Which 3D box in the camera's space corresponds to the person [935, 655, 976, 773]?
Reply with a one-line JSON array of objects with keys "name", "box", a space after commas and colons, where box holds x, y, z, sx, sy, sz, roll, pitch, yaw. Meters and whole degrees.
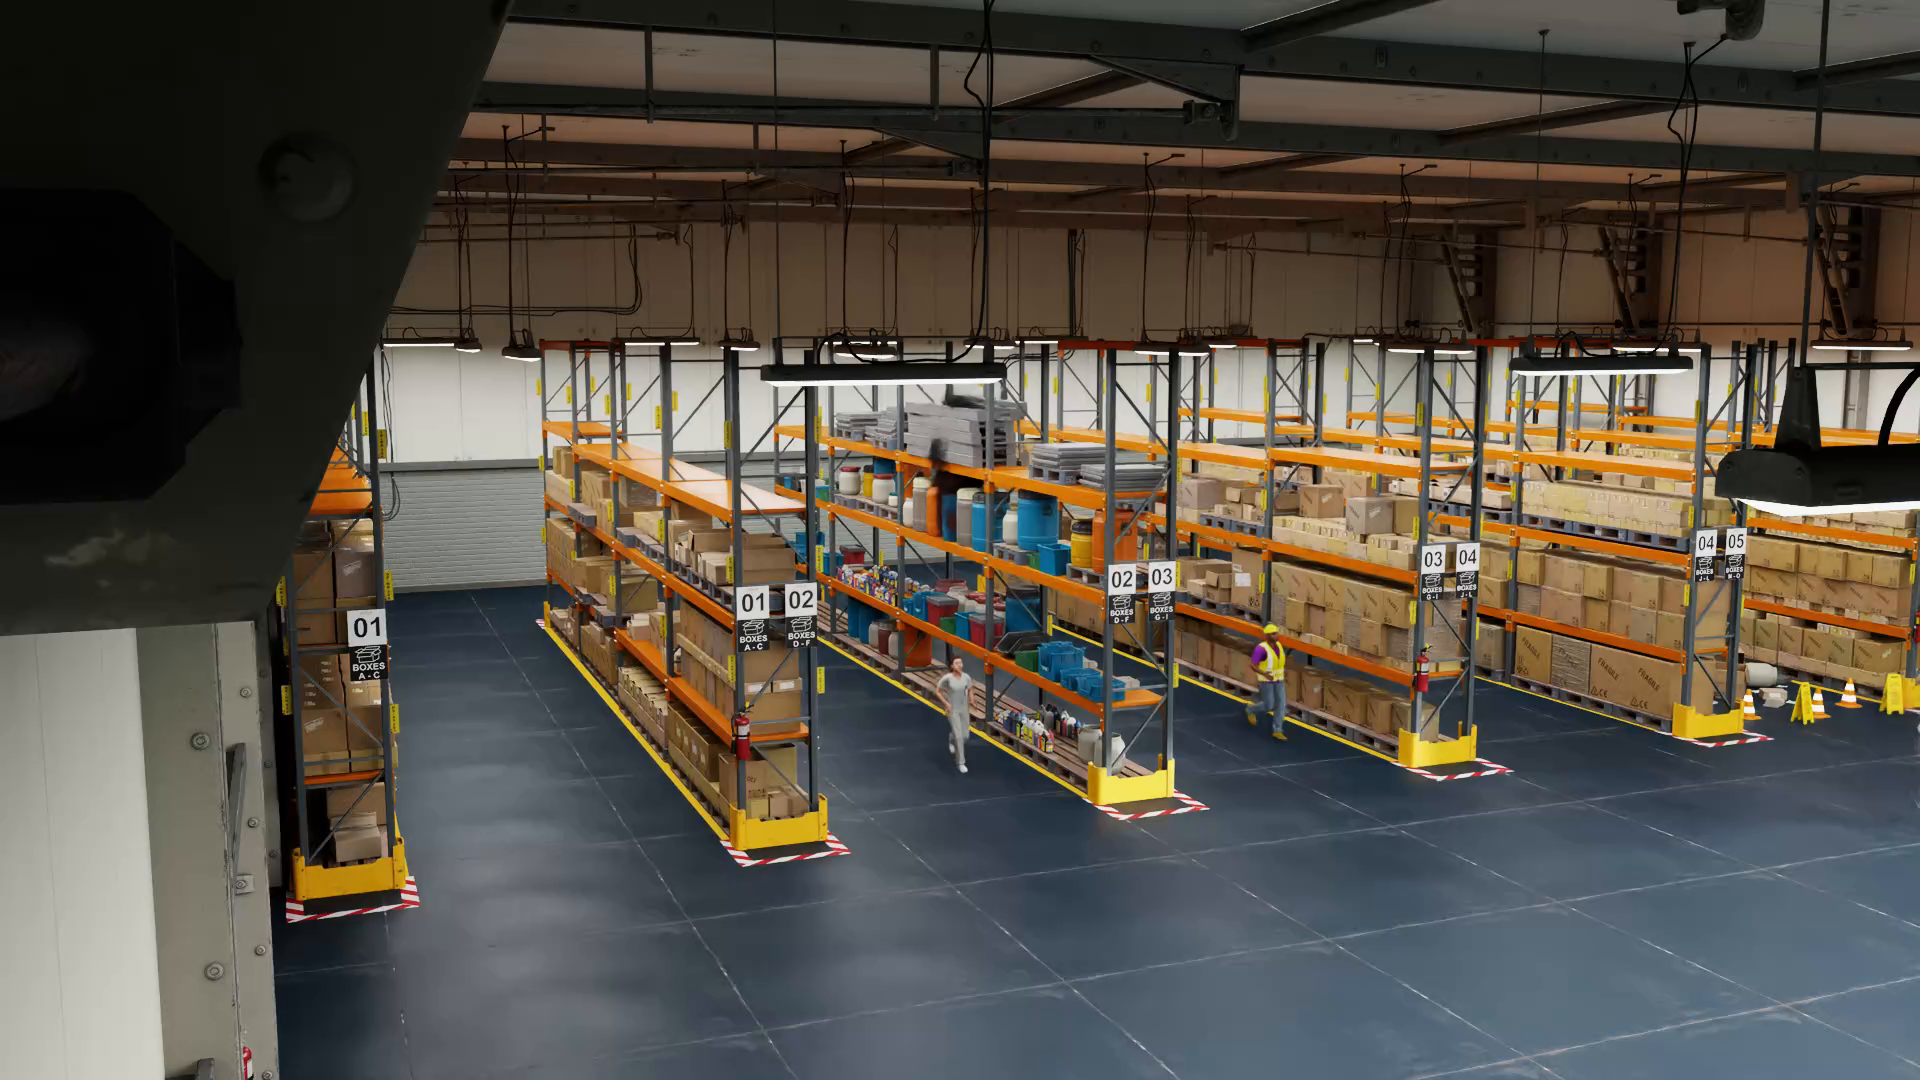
[{"name": "person", "box": [-0.066, 2.450, 23.766, 0.565, 1.646, 0.721, -3, 8, -22]}]

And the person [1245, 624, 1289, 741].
[{"name": "person", "box": [4.758, 2.161, 25.561, 0.699, 1.758, 0.850, -5, 9, -31]}]
